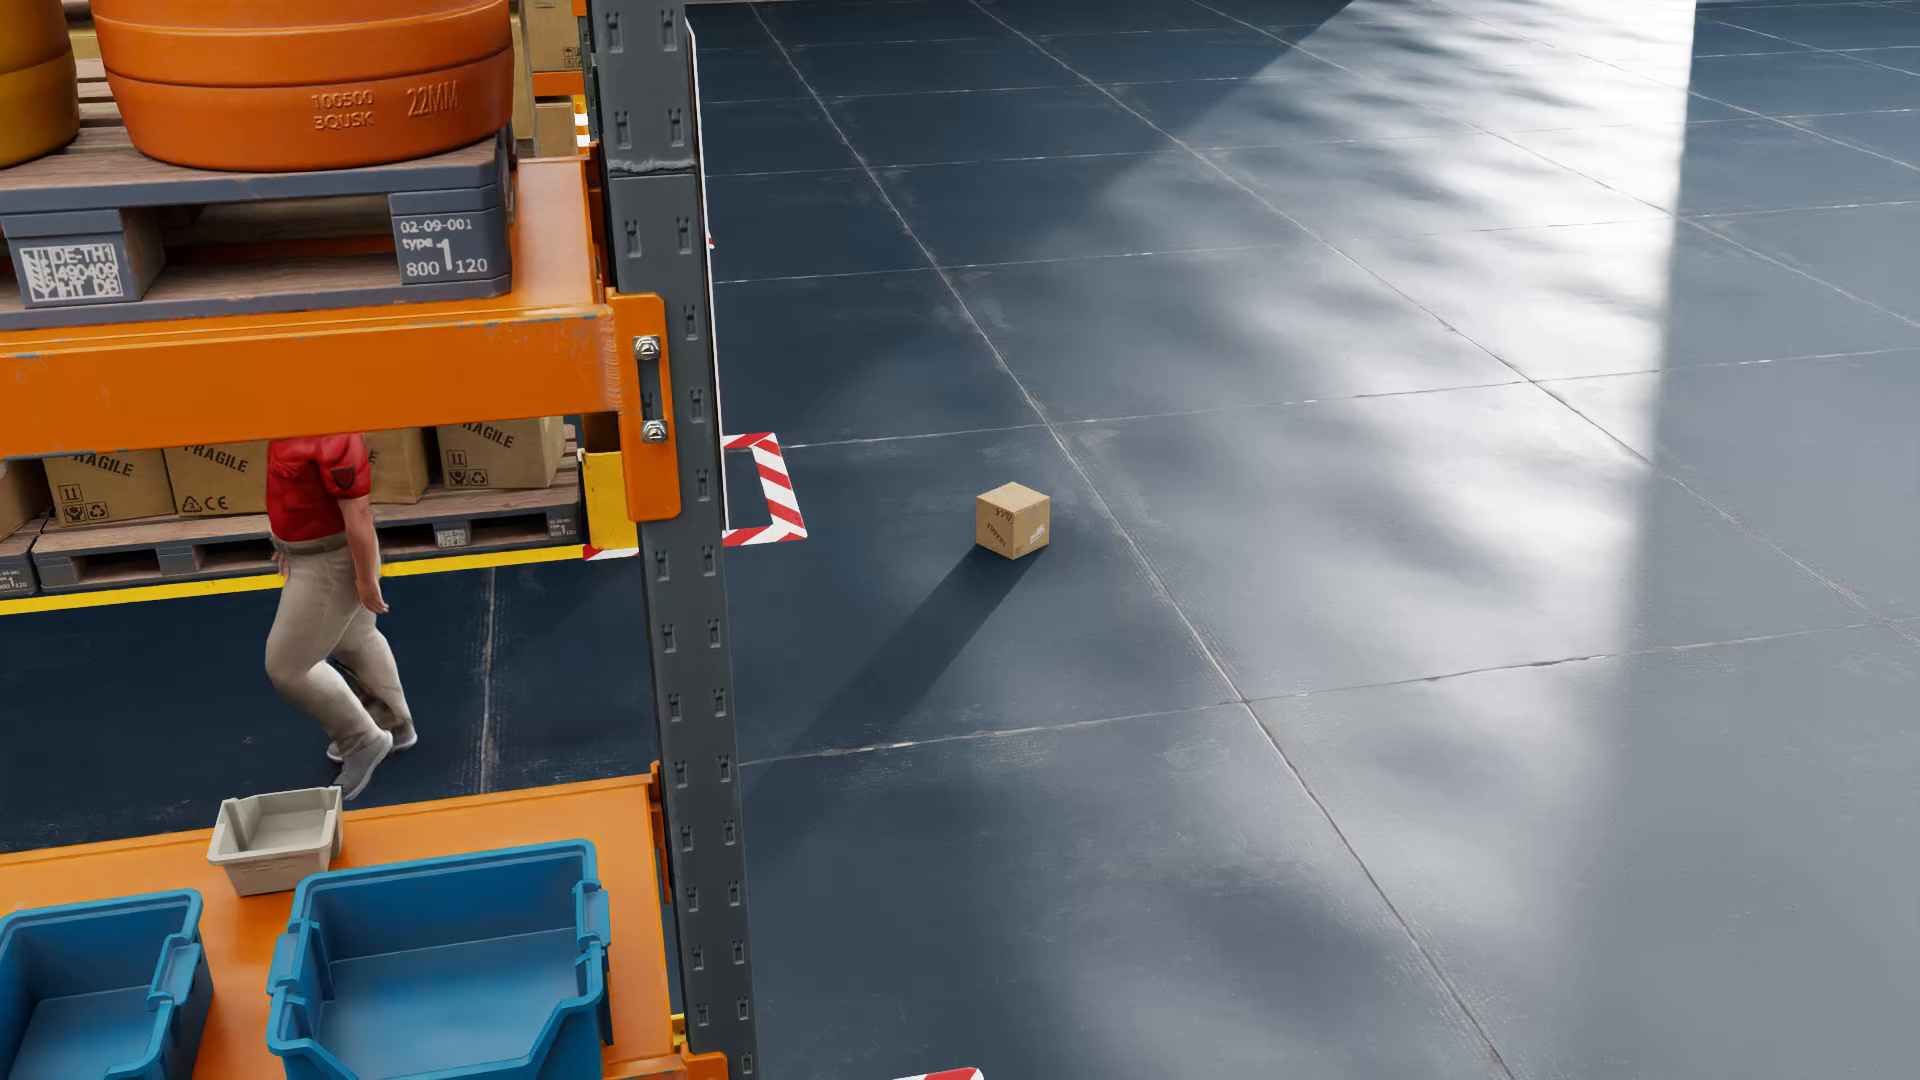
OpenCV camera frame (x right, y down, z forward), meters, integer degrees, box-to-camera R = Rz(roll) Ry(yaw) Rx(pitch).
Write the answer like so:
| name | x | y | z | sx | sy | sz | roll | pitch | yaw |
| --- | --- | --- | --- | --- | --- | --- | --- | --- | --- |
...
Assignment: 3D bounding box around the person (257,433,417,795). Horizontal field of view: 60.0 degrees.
| name | x | y | z | sx | sy | sz | roll | pitch | yaw |
| --- | --- | --- | --- | --- | --- | --- | --- | --- | --- |
| person | -2.305 | 0.113 | 5.942 | 0.494 | 1.792 | 0.536 | -11 | 29 | -21 |
